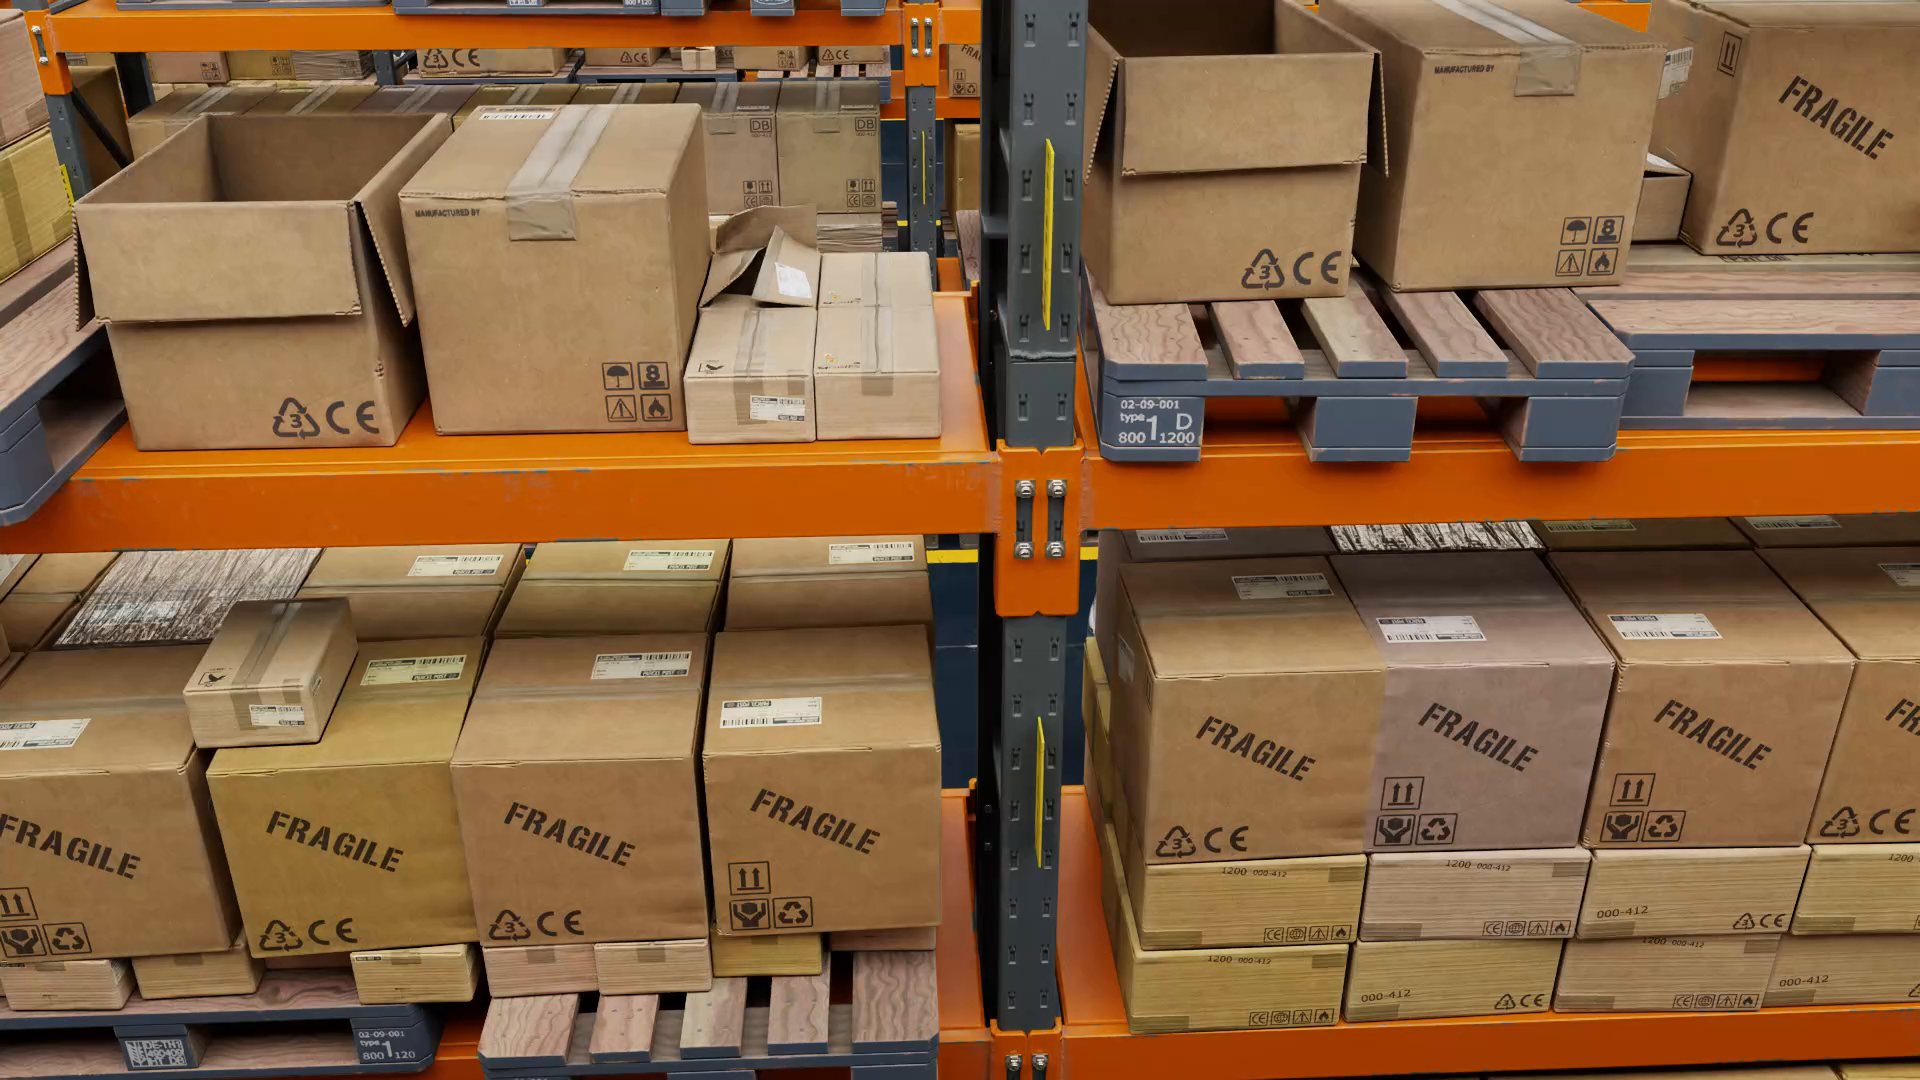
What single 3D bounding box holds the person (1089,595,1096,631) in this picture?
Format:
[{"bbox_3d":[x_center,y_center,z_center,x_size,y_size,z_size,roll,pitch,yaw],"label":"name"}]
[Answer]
[{"bbox_3d":[0.813,0.659,6.859,0.518,0.850,0.980,-2,27,-4],"label":"person"}]
